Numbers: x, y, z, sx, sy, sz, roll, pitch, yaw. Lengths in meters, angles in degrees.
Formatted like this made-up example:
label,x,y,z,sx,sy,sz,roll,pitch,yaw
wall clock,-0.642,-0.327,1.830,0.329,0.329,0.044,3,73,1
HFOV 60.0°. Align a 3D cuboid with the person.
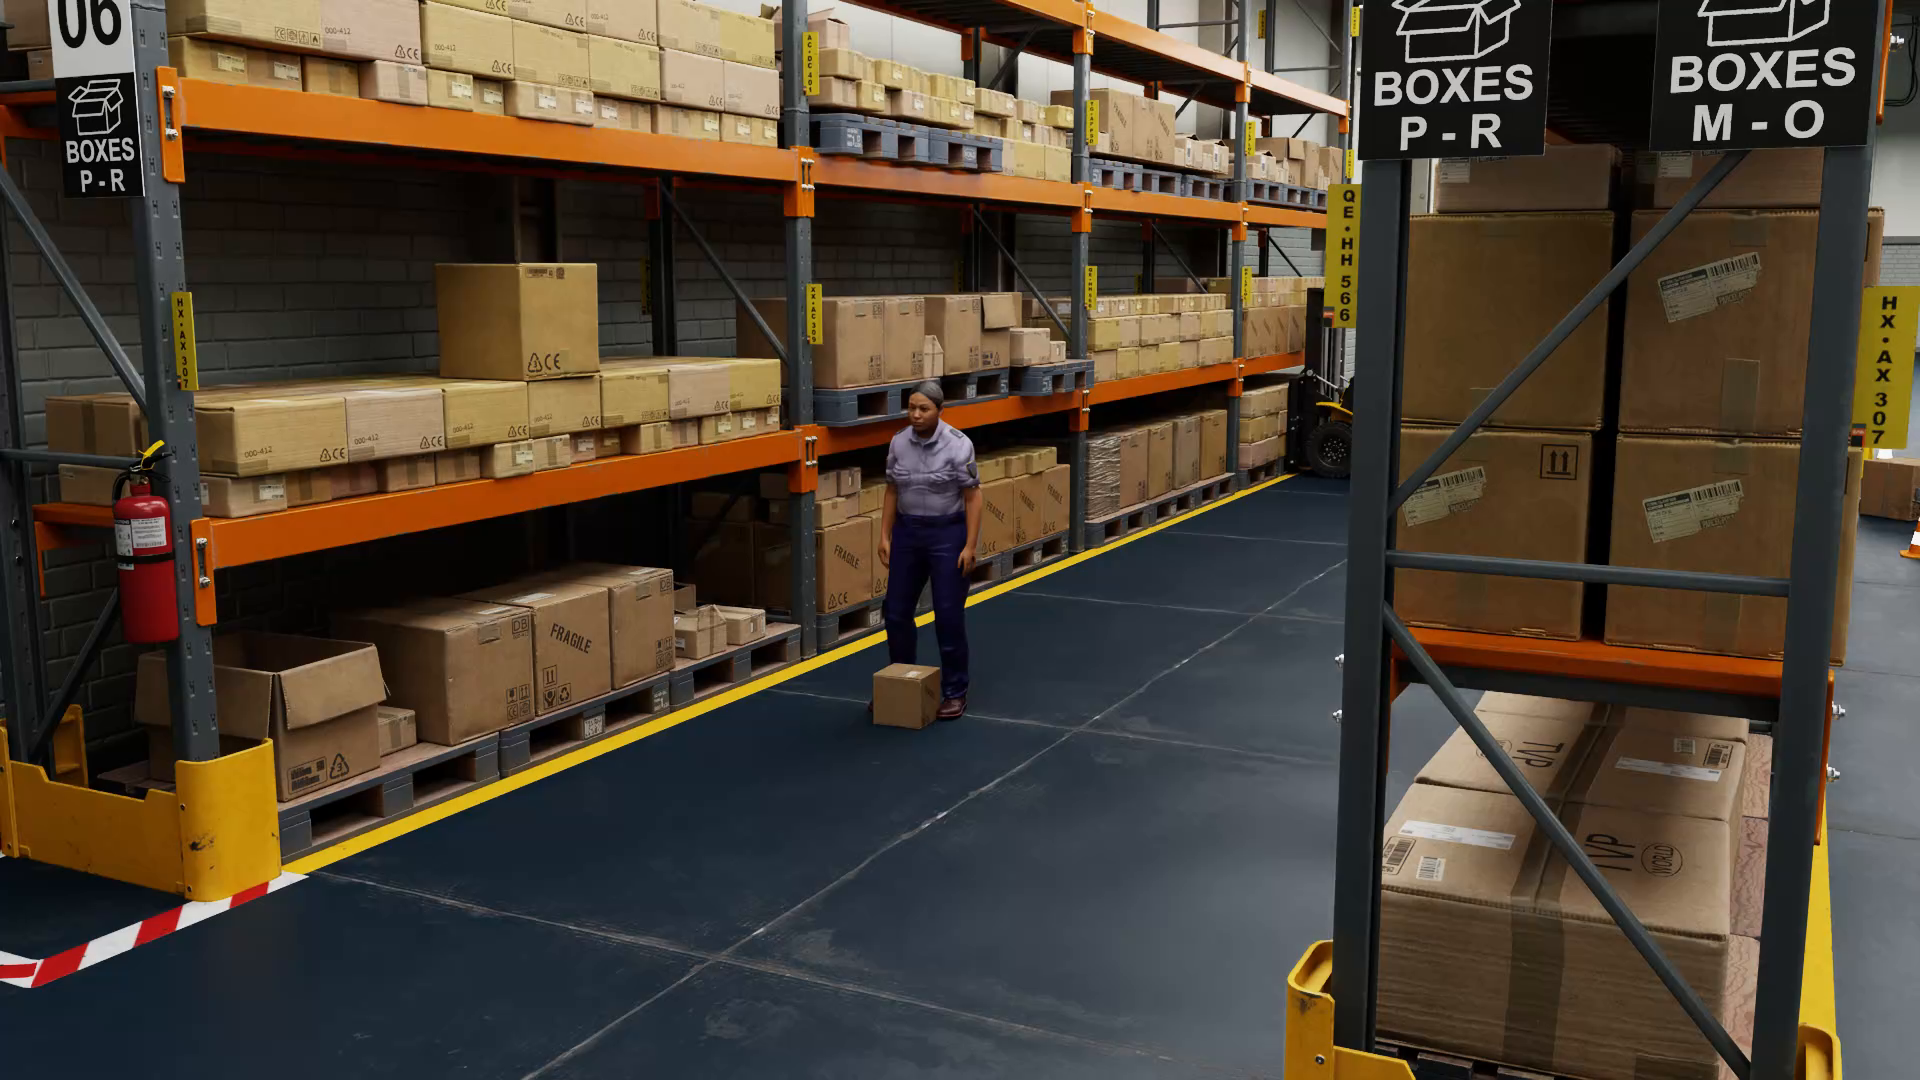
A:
label,x,y,z,sx,sy,sz,roll,pitch,yaw
person,-0.164,0.035,8.177,0.549,1.651,0.331,4,10,25
